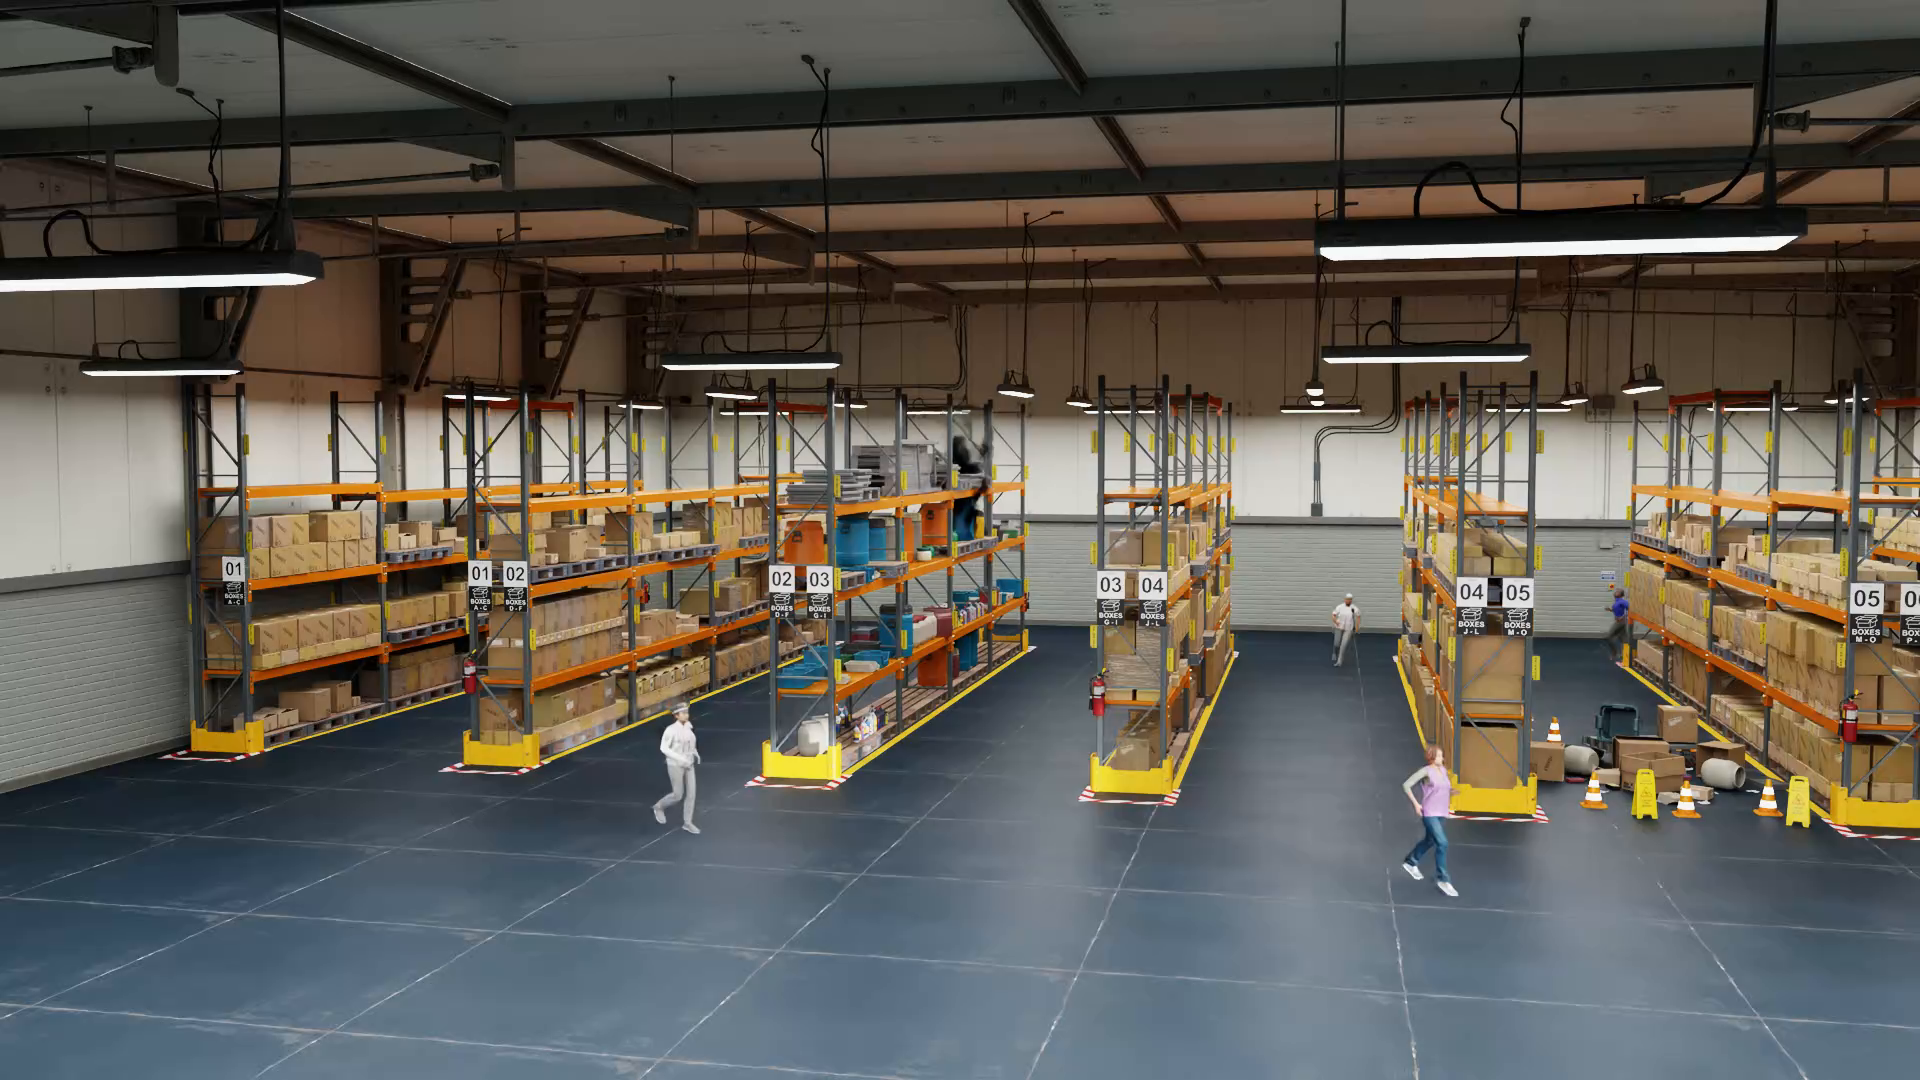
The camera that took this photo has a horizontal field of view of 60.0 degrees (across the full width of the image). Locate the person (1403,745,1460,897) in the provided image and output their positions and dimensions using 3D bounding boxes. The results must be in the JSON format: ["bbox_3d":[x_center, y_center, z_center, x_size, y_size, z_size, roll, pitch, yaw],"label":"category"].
[{"bbox_3d":[5.301,3.117,18.703,0.518,1.630,0.783,-3,4,-41],"label":"person"}]

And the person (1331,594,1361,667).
[{"bbox_3d":[8.769,2.035,37.795,0.659,1.628,0.817,1,3,16],"label":"person"}]

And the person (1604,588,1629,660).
[{"bbox_3d":[15.366,1.972,38.743,0.688,1.697,0.576,1,3,18],"label":"person"}]

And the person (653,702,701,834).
[{"bbox_3d":[-3.646,2.937,21.604,0.722,1.691,0.644,2,4,36],"label":"person"}]
